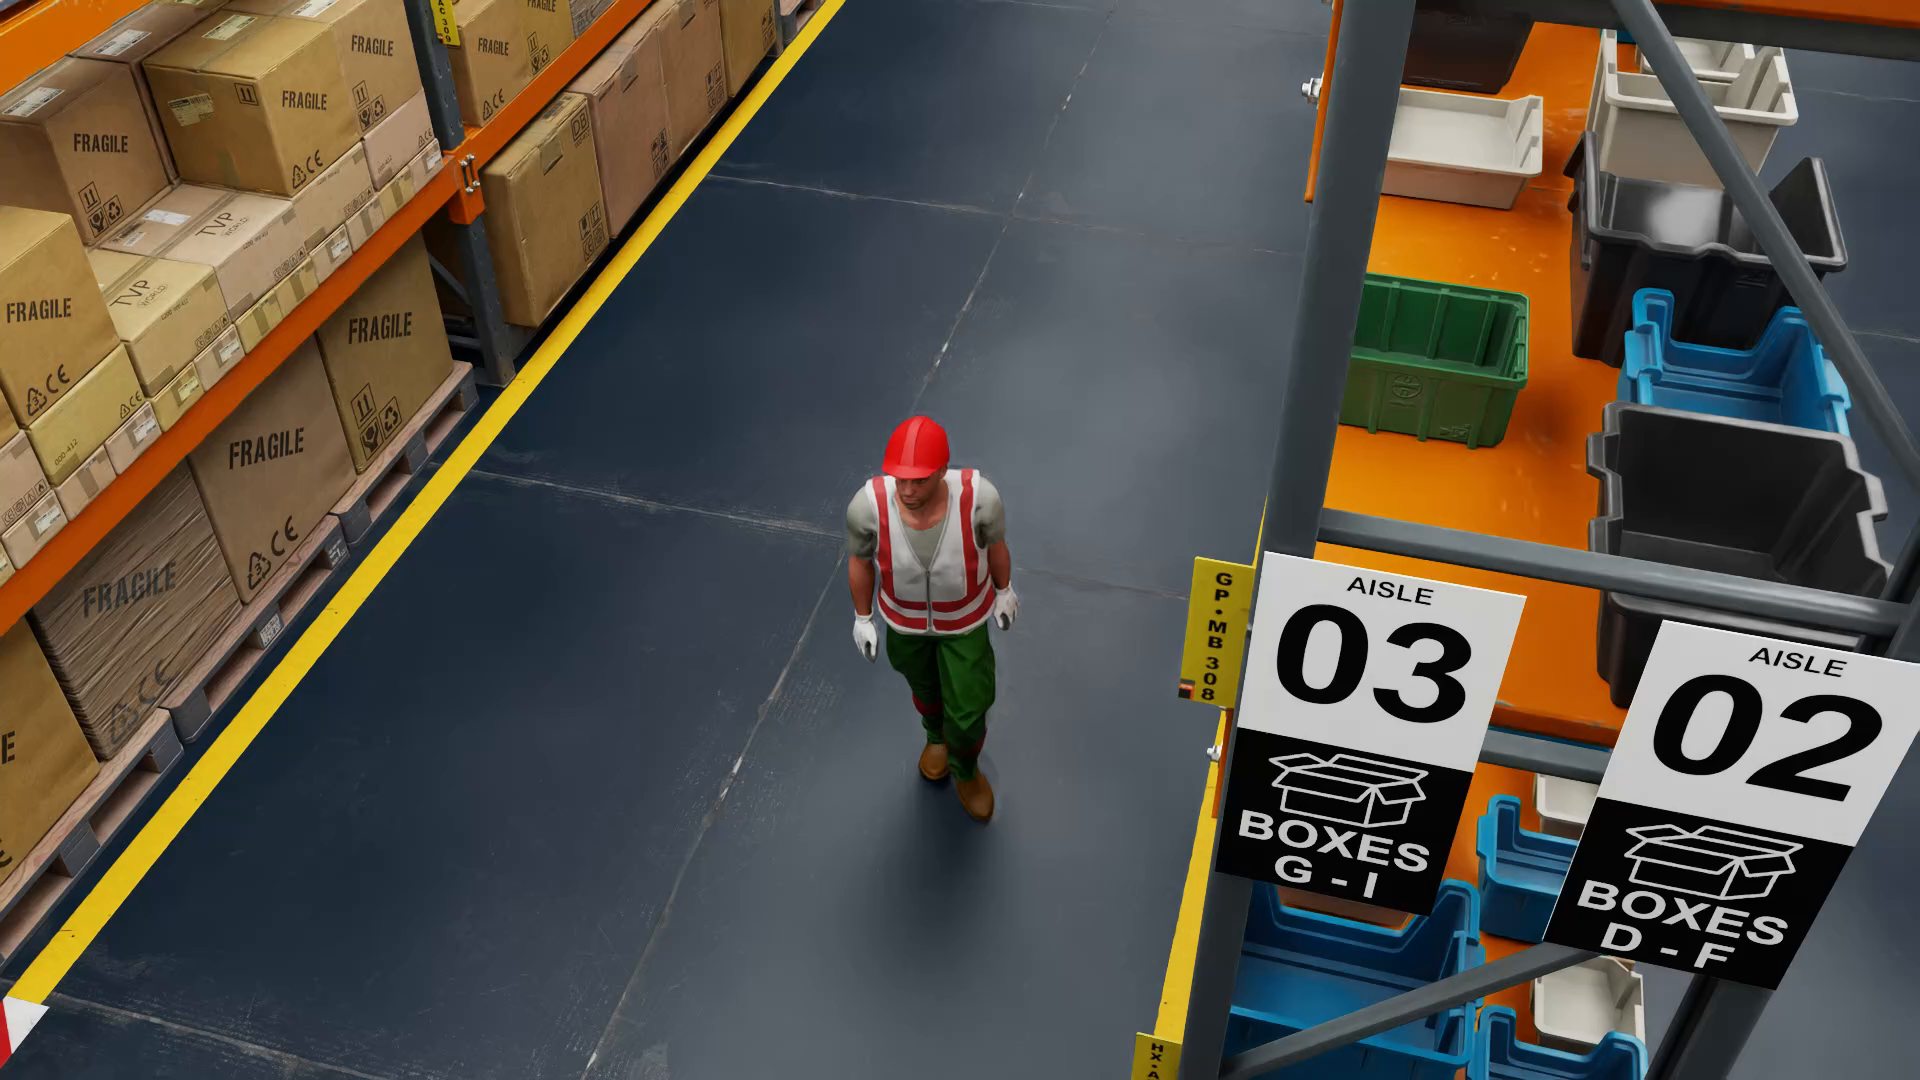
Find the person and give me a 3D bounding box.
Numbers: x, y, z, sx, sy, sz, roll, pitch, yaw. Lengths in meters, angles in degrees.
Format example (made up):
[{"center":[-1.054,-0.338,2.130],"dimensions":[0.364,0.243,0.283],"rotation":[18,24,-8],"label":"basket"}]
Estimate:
[{"center":[-0.091,0.253,5.830],"dimensions":[0.579,1.784,0.534],"rotation":[4,41,5],"label":"person"}]
